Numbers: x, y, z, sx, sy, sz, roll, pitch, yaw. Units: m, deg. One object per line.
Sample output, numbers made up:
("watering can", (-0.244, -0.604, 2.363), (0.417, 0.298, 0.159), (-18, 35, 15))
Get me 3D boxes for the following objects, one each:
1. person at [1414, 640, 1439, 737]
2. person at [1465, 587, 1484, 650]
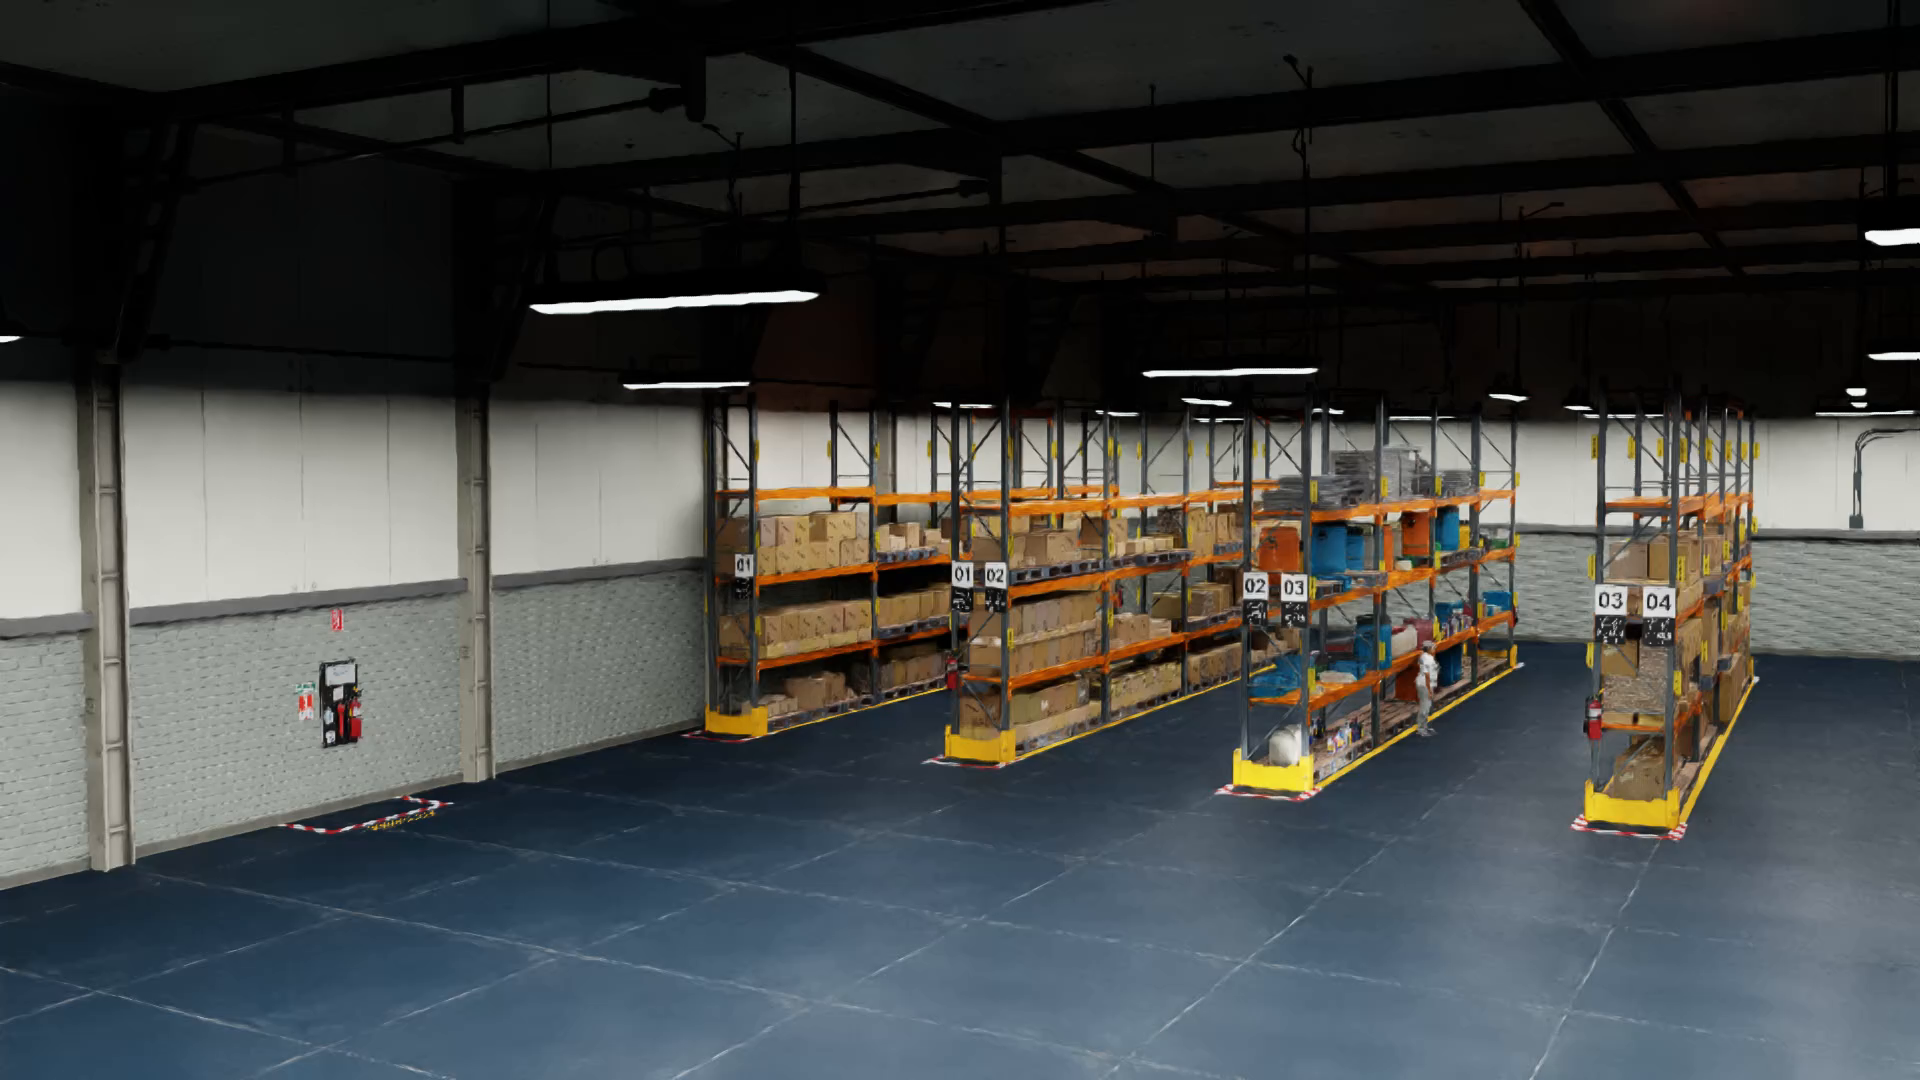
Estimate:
("person", (8.171, 2.582, 29.127), (0.400, 1.668, 0.608), (0, 3, 8))
("person", (12.344, 1.983, 39.942), (0.500, 1.716, 0.553), (0, 3, -3))
